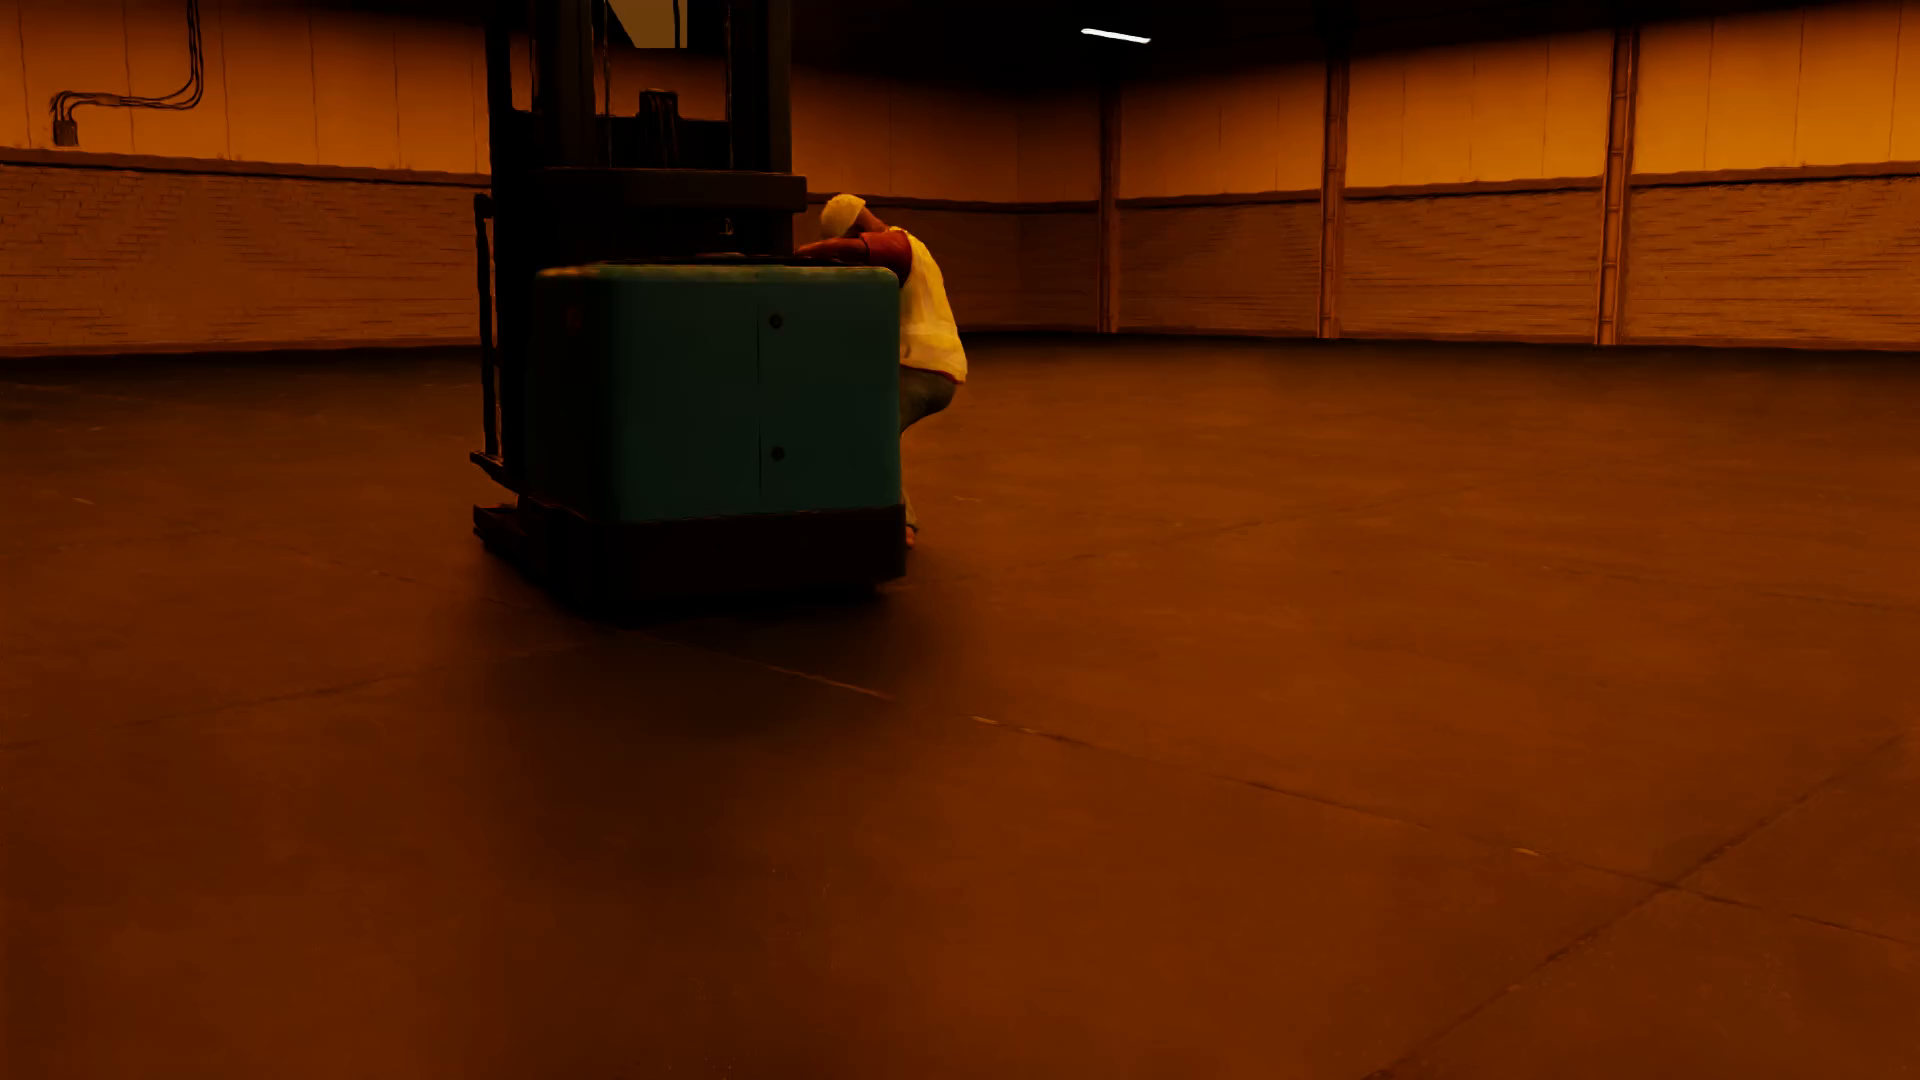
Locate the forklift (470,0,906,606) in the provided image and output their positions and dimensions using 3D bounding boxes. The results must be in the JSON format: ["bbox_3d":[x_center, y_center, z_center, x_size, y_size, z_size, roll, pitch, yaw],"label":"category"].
[{"bbox_3d":[-1.278,-1.425,6.339,1.130,2.935,3.031,-4,10,-26],"label":"forklift"}]

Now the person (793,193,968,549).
[{"bbox_3d":[-0.391,-0.729,6.910,0.920,1.405,1.298,4,9,23],"label":"person"}]
